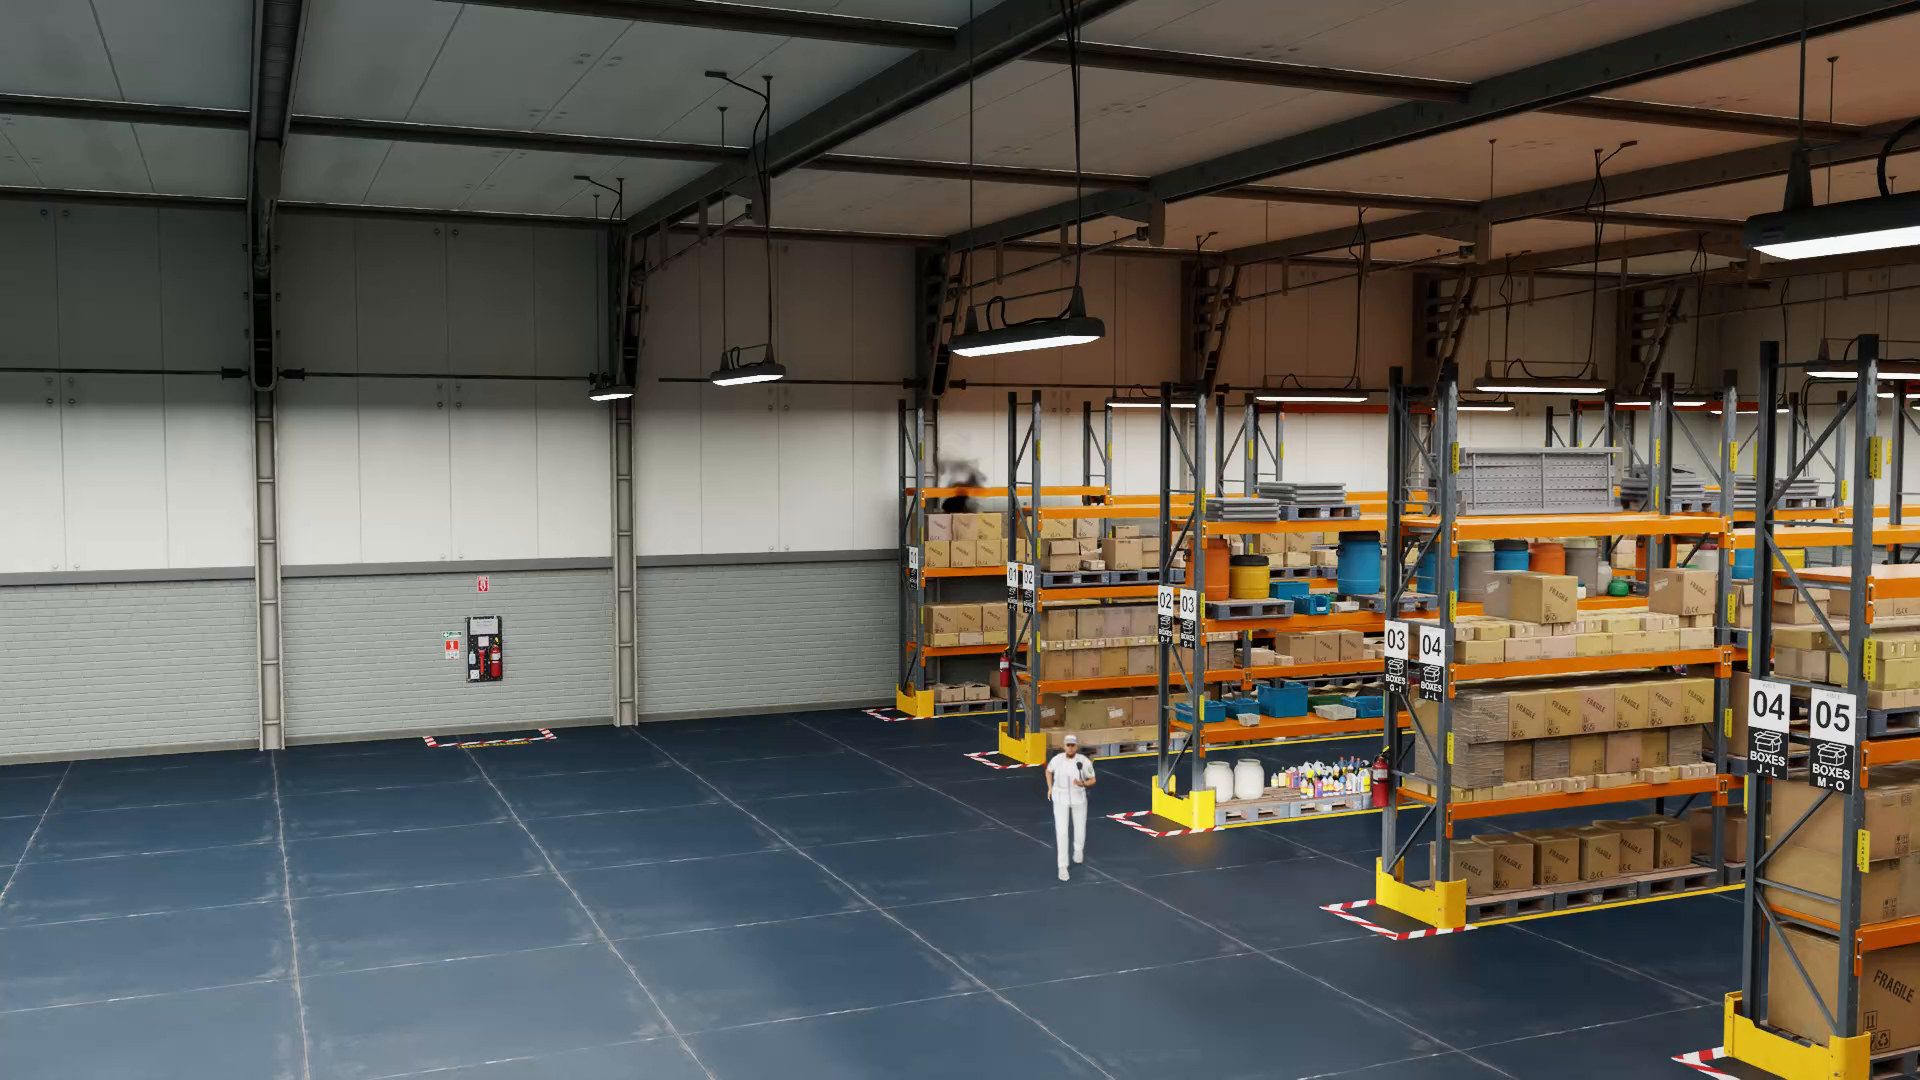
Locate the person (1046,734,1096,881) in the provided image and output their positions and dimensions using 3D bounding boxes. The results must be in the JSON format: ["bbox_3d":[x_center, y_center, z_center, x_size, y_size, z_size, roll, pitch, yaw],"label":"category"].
[{"bbox_3d":[1.324,3.147,19.915,0.606,1.654,0.942,0,3,4],"label":"person"}]
